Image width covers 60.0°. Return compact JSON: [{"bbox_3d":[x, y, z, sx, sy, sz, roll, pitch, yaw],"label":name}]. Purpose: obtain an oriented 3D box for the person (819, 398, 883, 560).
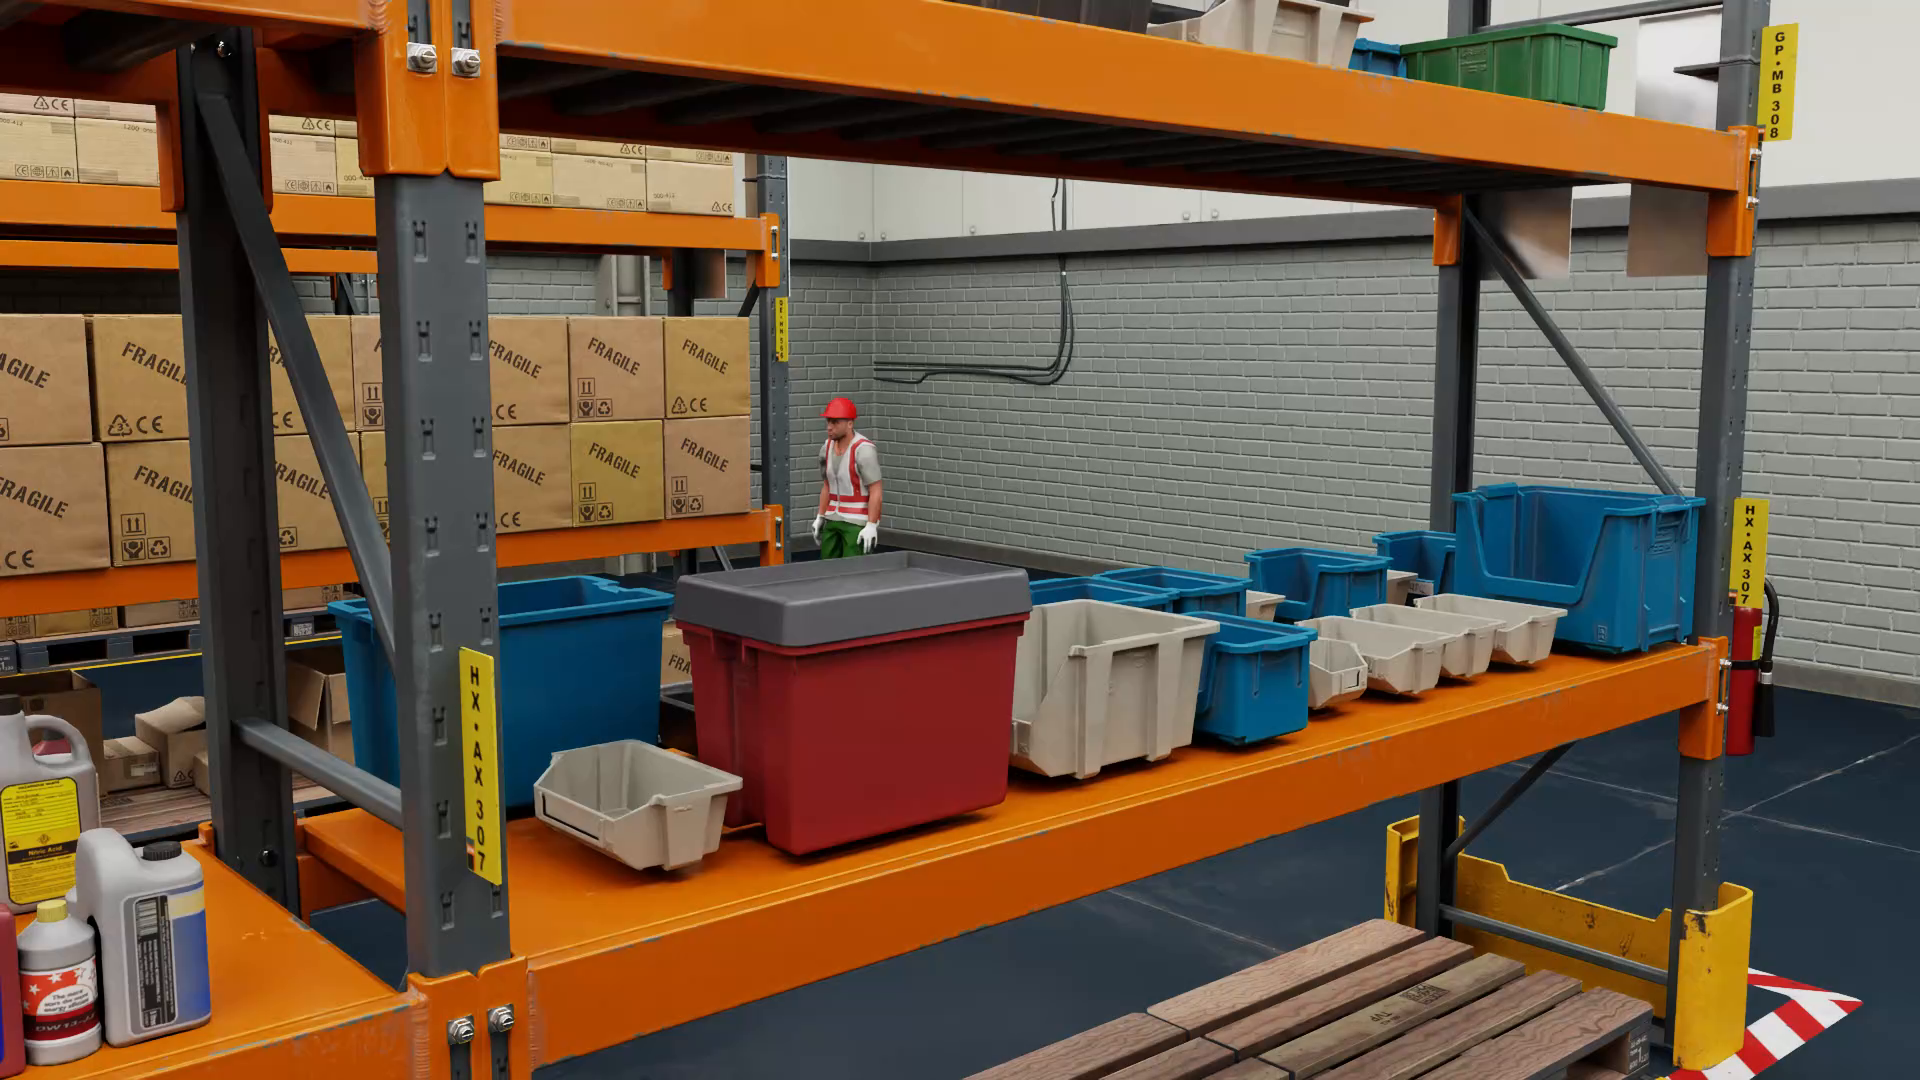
[{"bbox_3d":[-0.785,-0.120,11.428,0.451,1.720,0.582,-7,10,-44],"label":"person"}]
